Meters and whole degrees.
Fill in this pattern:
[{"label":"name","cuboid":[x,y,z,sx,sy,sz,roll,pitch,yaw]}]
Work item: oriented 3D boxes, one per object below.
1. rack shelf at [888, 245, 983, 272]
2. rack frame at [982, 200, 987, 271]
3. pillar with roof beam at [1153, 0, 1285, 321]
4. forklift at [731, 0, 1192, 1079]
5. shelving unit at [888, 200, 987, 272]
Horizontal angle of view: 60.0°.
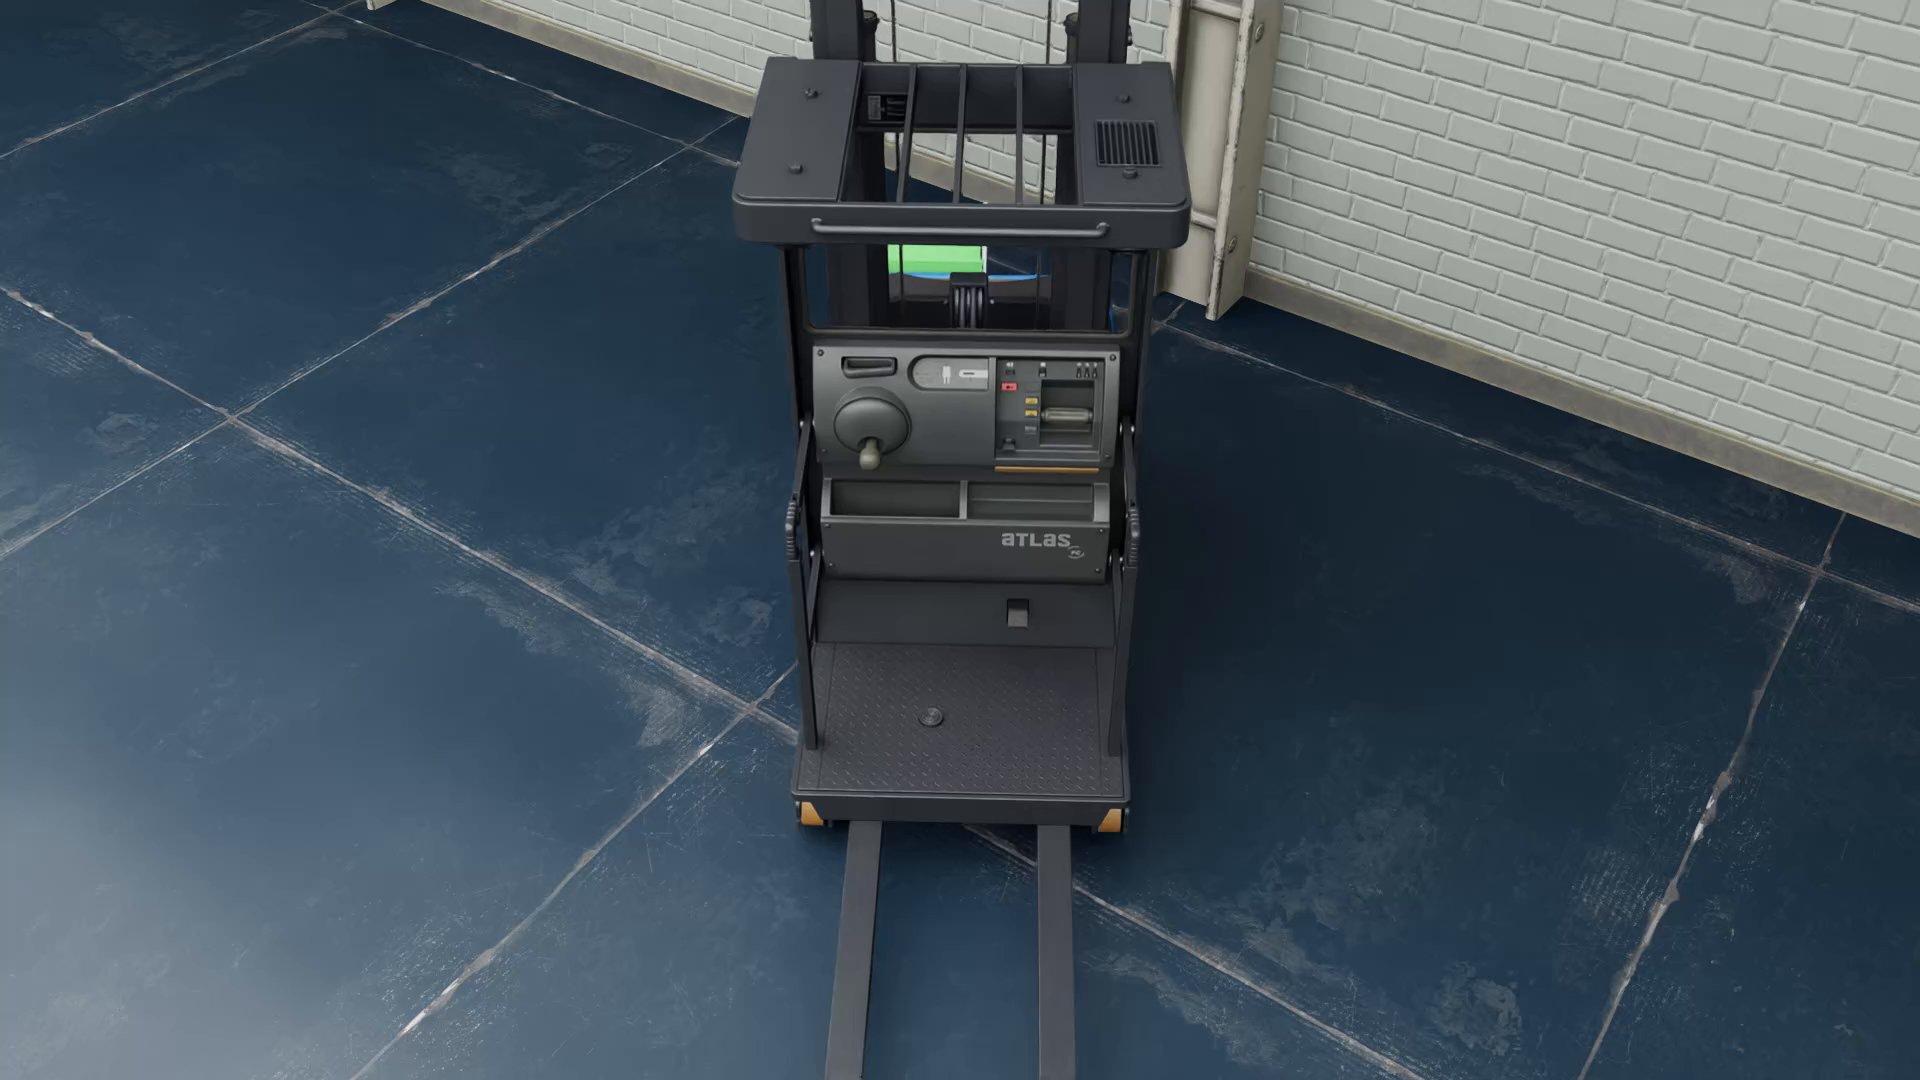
[{"label":"rack shelf","cuboid":[-0.149,-1.096,6.451,0.480,0.148,0.258,1,42,1]},{"label":"rack frame","cuboid":[0.095,-0.783,6.725,0.015,1.200,0.240,1,42,1]},{"label":"pillar with roof beam","cuboid":[-1.331,-2.204,2.464,0.400,9.000,9.100,25,48,25]},{"label":"forklift","cuboid":[0.014,-0.321,4.911,1.130,2.935,3.031,1,42,1]},{"label":"shelving unit","cuboid":[-0.149,-0.786,6.729,0.503,1.200,0.258,1,42,1]}]
